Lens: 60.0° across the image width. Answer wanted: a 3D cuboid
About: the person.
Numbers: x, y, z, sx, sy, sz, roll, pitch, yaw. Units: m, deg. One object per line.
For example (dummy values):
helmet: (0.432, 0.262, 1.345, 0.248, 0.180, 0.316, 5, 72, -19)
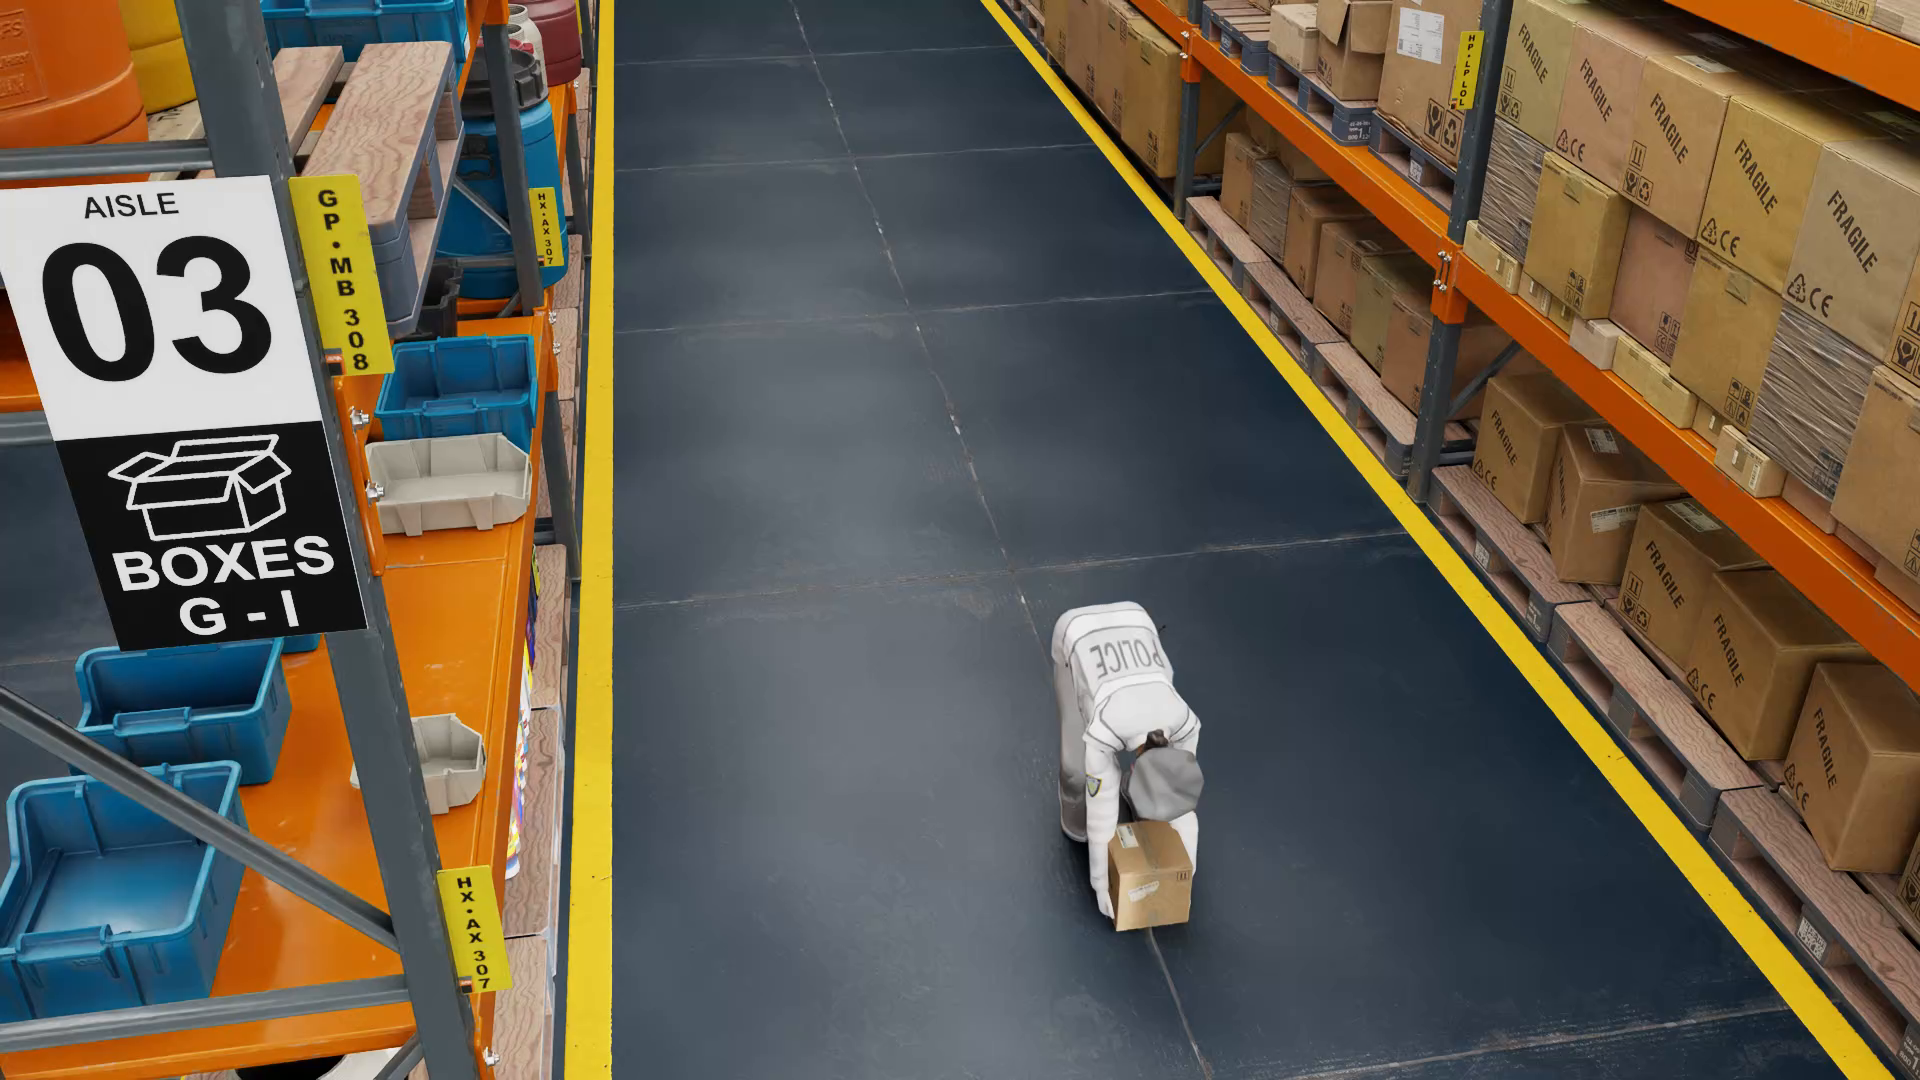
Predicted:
person: (0.581, 0.735, 5.722, 0.469, 0.842, 0.880, -7, 32, -11)
